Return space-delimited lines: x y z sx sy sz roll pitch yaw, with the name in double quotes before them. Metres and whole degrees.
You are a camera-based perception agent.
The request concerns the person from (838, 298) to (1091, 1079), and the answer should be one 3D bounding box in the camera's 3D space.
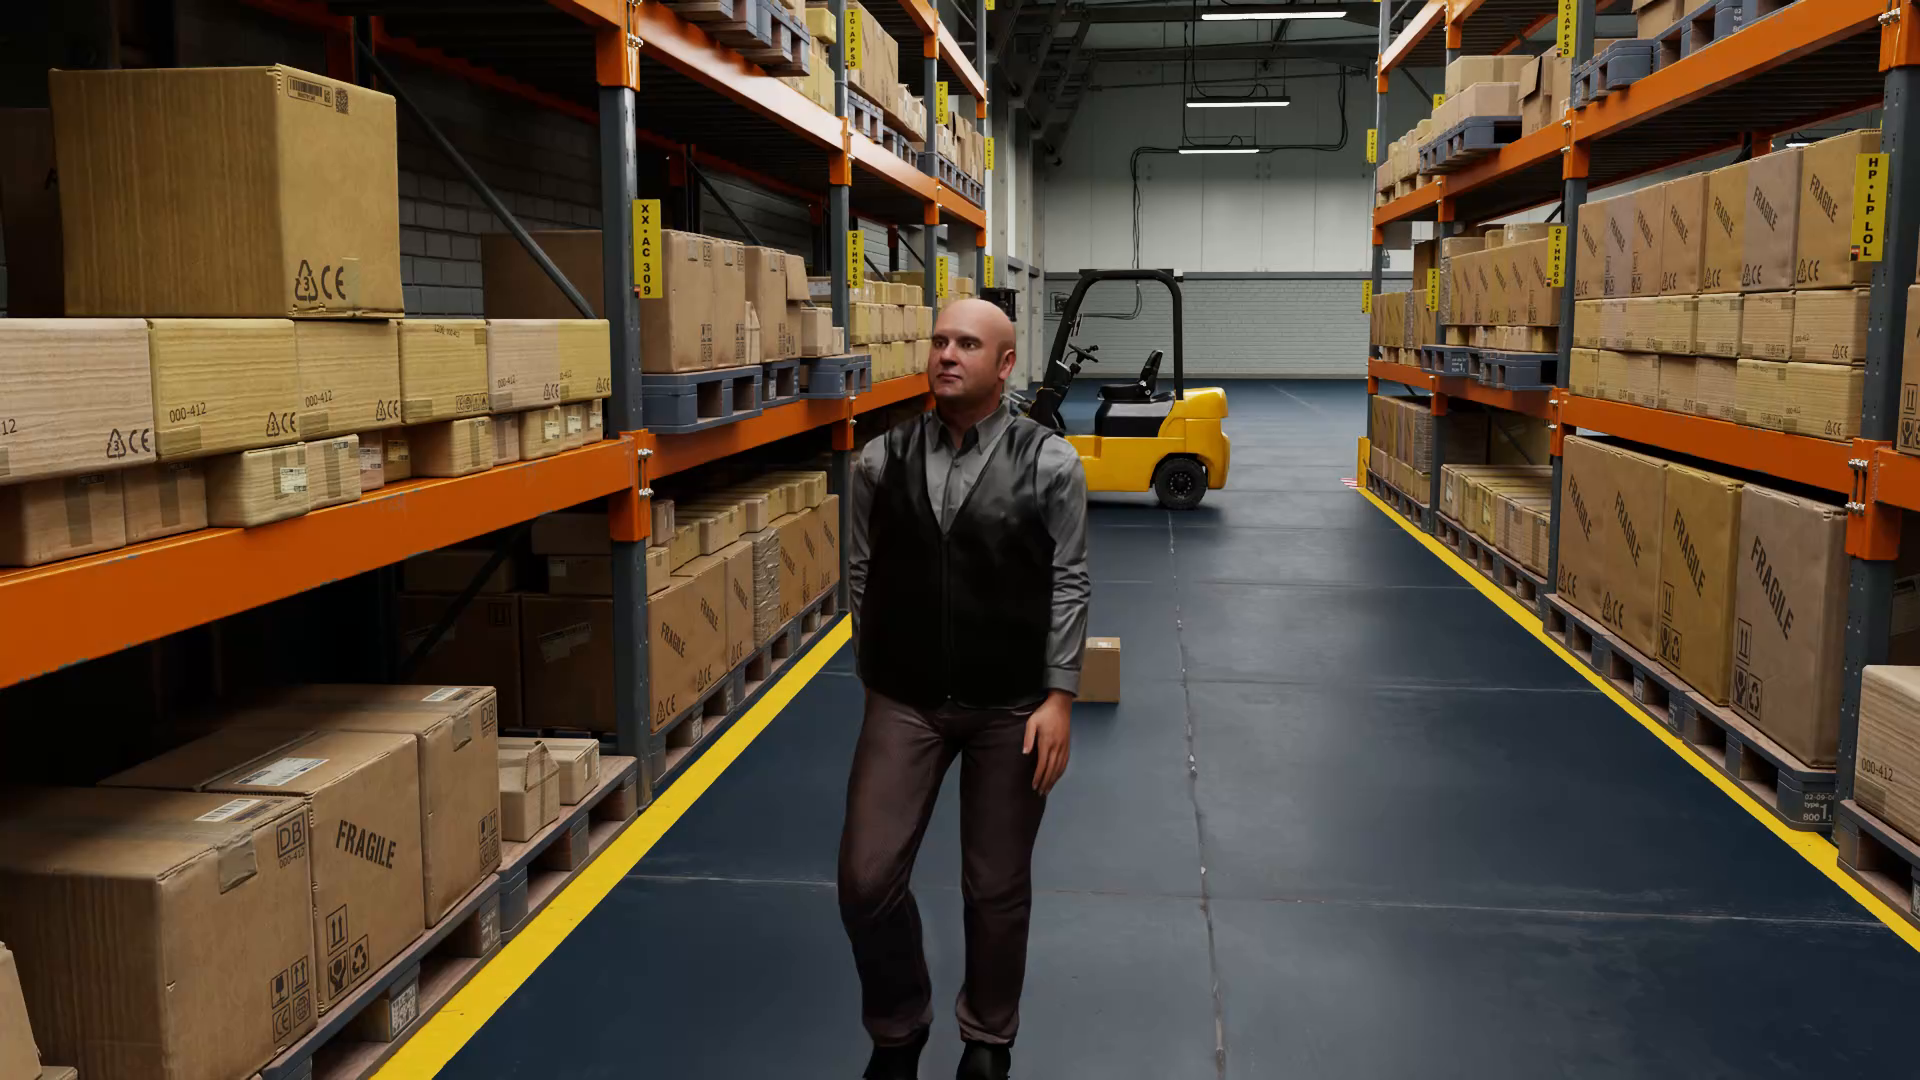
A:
"person" 0.000 0.381 3.480 0.537 1.756 0.478 1 8 10
